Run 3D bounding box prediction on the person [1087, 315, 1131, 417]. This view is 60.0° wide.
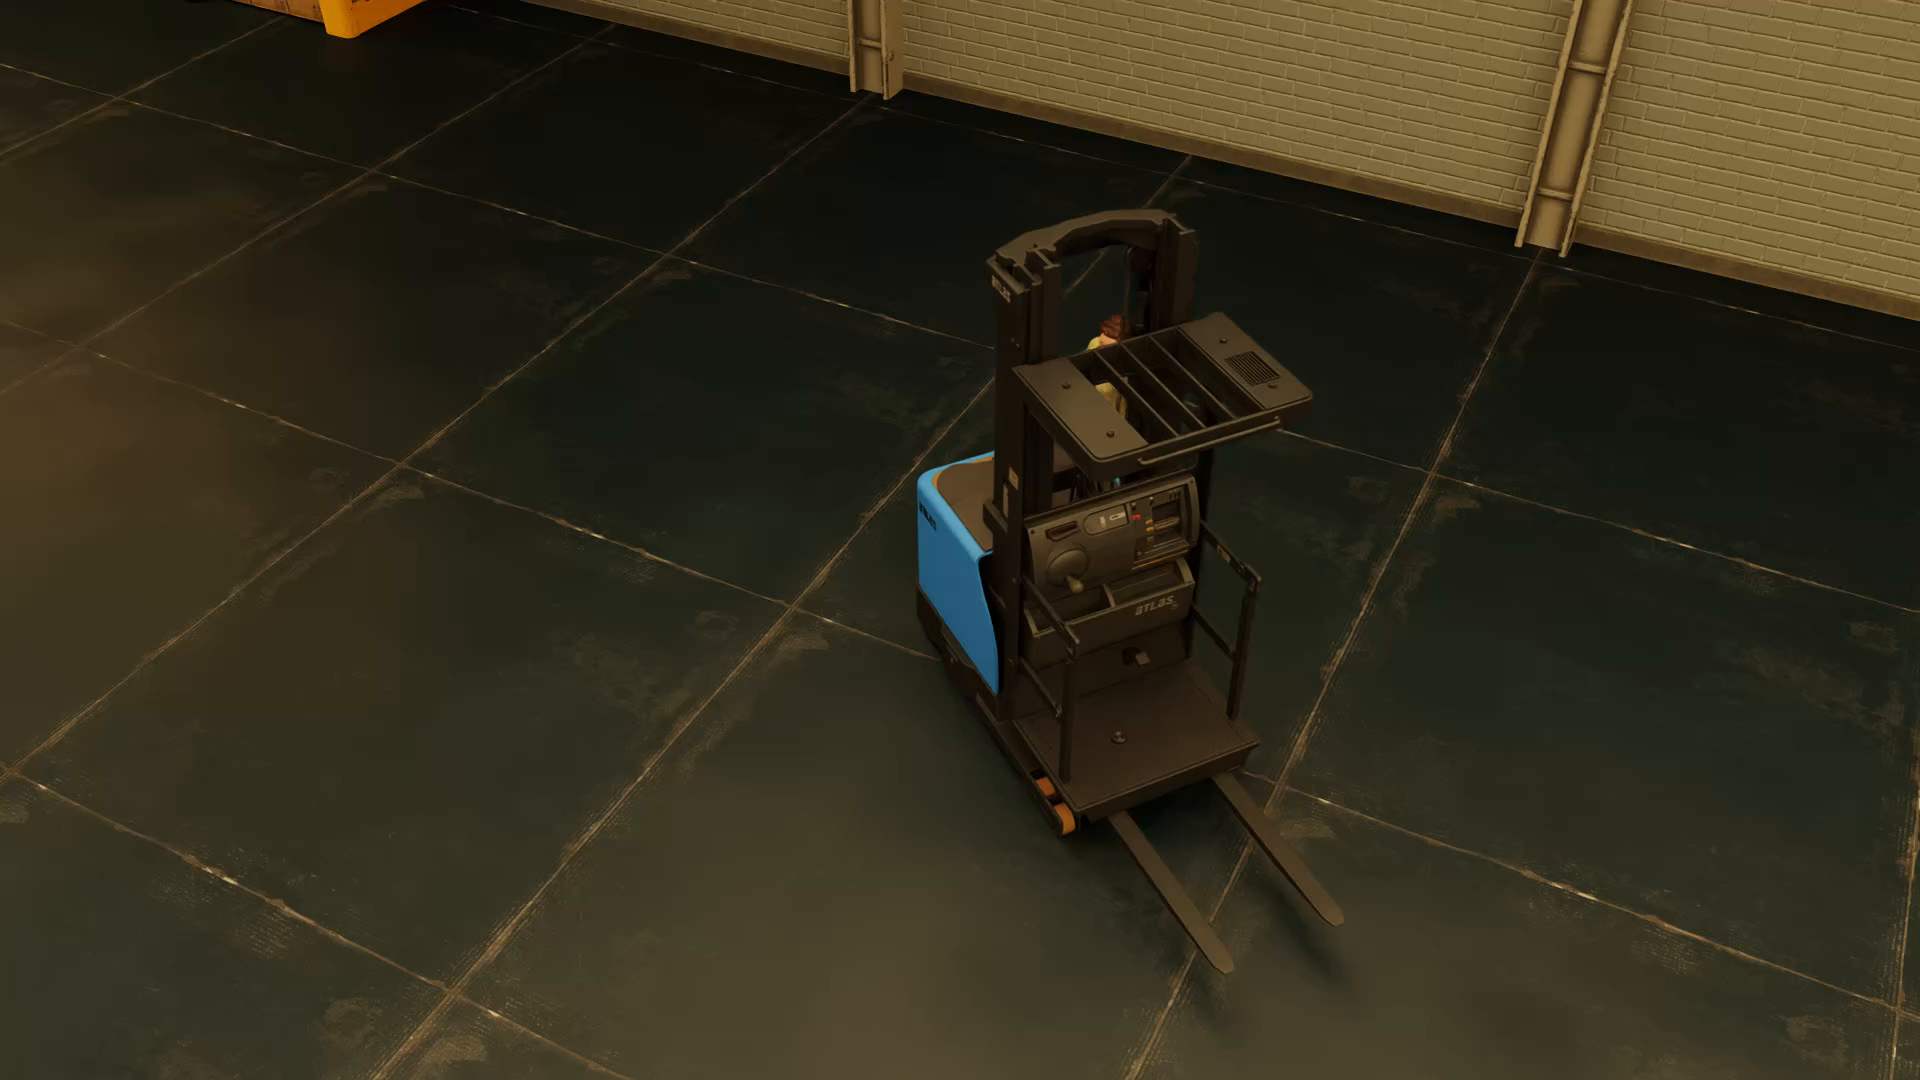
[{"bbox_3d":[0.912,-0.677,9.842,0.443,1.648,0.814,-21,44,-23],"label":"person"}]

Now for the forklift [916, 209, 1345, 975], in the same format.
[{"bbox_3d":[0.846,0.055,7.921,1.130,2.935,3.031,-17,43,-19],"label":"forklift"}]
